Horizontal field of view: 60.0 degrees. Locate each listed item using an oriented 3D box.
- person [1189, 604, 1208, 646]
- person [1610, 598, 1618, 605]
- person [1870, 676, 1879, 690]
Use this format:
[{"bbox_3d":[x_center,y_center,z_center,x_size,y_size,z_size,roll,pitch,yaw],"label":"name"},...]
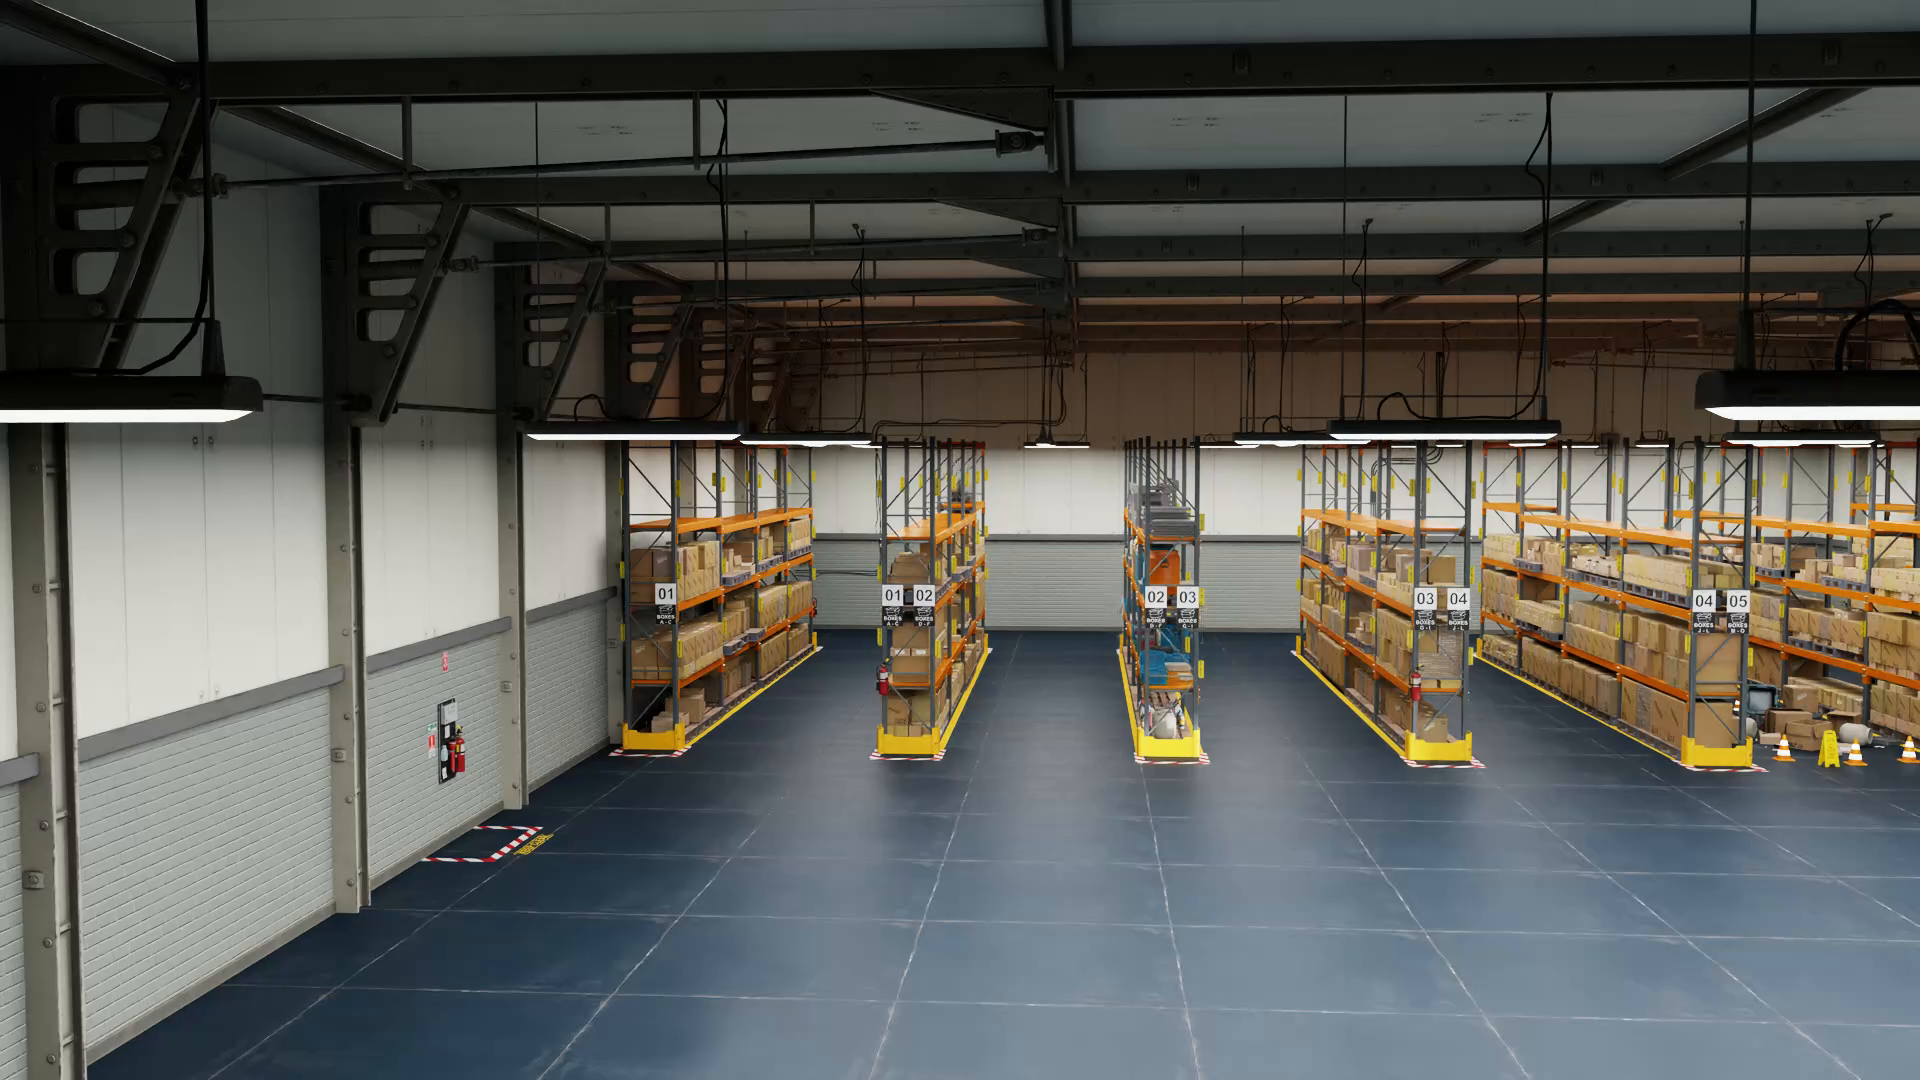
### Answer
[{"bbox_3d":[6.868,2.284,49.052,0.890,1.664,0.569,1,3,19],"label":"person"},{"bbox_3d":[18.724,2.348,47.748,0.872,1.599,0.529,-1,3,-10],"label":"person"},{"bbox_3d":[20.964,2.886,38.177,0.589,1.612,0.547,0,3,-7],"label":"person"}]
